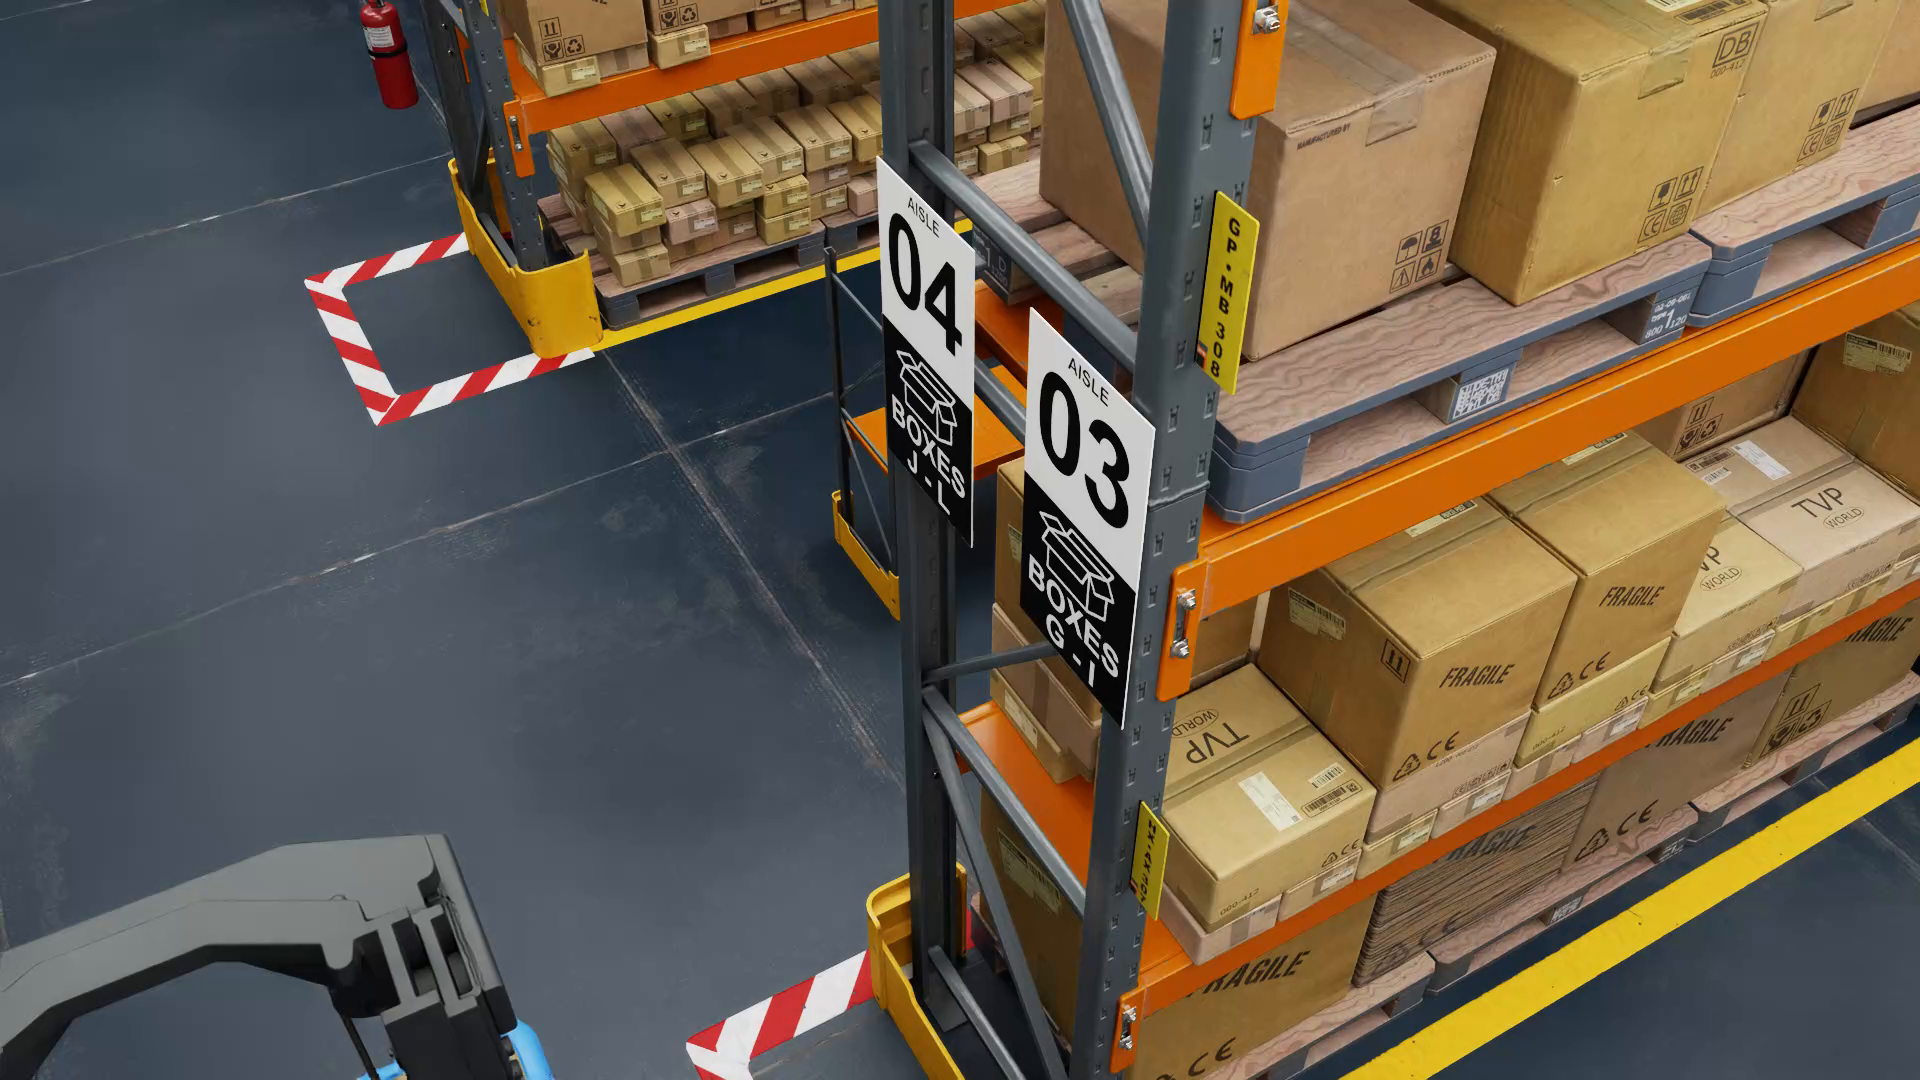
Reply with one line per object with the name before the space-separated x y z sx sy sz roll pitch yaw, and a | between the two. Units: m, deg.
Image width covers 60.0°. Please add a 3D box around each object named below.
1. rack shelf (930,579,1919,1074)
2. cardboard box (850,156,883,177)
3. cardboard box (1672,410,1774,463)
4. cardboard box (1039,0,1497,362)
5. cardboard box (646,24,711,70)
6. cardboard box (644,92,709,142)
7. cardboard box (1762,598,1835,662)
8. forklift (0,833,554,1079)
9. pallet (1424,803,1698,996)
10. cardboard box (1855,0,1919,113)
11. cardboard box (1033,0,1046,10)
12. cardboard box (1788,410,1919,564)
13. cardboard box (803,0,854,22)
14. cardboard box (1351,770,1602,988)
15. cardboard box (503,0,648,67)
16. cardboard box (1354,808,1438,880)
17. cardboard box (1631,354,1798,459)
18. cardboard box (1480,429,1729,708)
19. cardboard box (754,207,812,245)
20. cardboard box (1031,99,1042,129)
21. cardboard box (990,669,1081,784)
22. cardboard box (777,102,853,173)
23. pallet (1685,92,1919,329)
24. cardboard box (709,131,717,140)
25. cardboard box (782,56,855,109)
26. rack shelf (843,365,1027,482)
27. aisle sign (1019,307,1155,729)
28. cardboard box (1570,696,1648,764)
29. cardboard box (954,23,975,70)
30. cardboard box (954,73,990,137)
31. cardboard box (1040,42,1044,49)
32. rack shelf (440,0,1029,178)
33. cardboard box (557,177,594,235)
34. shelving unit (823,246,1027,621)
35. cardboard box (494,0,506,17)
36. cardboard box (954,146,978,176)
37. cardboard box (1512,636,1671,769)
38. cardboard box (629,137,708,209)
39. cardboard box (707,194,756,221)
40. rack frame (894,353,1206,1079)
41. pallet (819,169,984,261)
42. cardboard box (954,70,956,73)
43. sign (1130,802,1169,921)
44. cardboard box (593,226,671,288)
rack shelf | 1.875 0.269 5.265 4.000 0.370 1.077 -22 48 -21
cardboard box | -0.553 -2.078 8.699 0.250 0.149 0.380 -19 47 -19
cardboard box | 2.191 -0.379 5.310 0.500 0.250 0.500 -21 48 -20
cardboard box | 0.565 -0.807 3.258 0.500 0.500 0.700 -25 49 -23
cardboard box | -1.339 -2.324 7.601 0.250 0.149 0.380 -23 49 -22
cardboard box | -1.502 -2.222 8.634 0.250 0.149 0.380 -23 49 -22
cardboard box | 2.393 0.157 5.045 0.250 0.149 0.380 -23 48 -22
forklift | -0.896 2.019 2.994 1.130 2.935 3.031 -20 48 -20
pallet | 1.851 0.960 6.038 1.213 0.211 1.003 -22 48 -21
cardboard box | 1.968 -1.395 3.864 0.500 0.500 0.700 -20 48 -19
cardboard box | 0.555 -3.000 9.435 0.250 0.149 0.380 -20 47 -19
cardboard box | 2.909 -0.243 5.171 0.500 0.250 0.500 -20 48 -20
cardboard box | -0.707 -2.645 7.931 0.250 0.149 0.380 -23 49 -22
cardboard box | 1.445 0.730 5.497 0.875 0.875 0.875 -22 48 -21
cardboard box | -1.716 -2.457 7.272 0.500 0.500 0.500 -20 47 -19
cardboard box | 1.056 0.692 4.493 0.250 0.149 0.380 -23 49 -22
cardboard box | 2.186 -0.644 5.045 0.500 0.500 0.500 -23 49 -22
cardboard box | 1.571 0.022 4.358 0.500 0.500 0.500 -23 49 -22
cardboard box | -0.955 -1.695 8.517 0.250 0.149 0.380 -21 48 -20
cardboard box | 0.392 -2.414 9.045 0.250 0.149 0.380 -21 48 -21
cardboard box | 0.285 0.472 4.719 0.250 0.149 0.380 -21 48 -20
cardboard box | -0.739 -2.048 8.454 0.250 0.149 0.380 -20 48 -19
pallet | 1.838 -1.030 3.997 1.213 0.211 1.003 -22 48 -21
cardboard box | -1.193 -2.128 8.750 0.250 0.149 0.380 -22 48 -21
cardboard box | -0.757 -2.425 8.843 0.250 0.149 0.380 -23 49 -22
rack shelf | 0.074 -0.439 6.813 1.000 0.185 0.538 -22 48 -21
aisle sign | 0.228 -0.022 3.182 0.004 0.787 0.394 -22 48 -21
cardboard box | 1.726 0.423 4.770 0.250 0.149 0.380 -22 48 -21
cardboard box | -0.116 -2.740 9.167 0.250 0.149 0.380 -21 48 -20
cardboard box | -0.048 -2.277 8.690 0.250 0.149 0.380 -23 49 -22
cardboard box | 0.633 -2.571 8.993 0.250 0.149 0.380 -22 48 -21
rack shelf | -0.509 -2.761 8.387 4.000 0.370 1.077 -22 48 -21
cardboard box | -1.890 -1.762 8.586 0.250 0.149 0.380 -21 48 -20
shelving unit | 0.066 -0.565 6.684 1.083 1.500 0.587 -22 48 -21
cardboard box | -1.981 -2.780 7.604 0.500 0.500 0.500 -21 48 -20
cardboard box | -0.102 -2.090 8.925 0.250 0.149 0.380 -21 48 -20
cardboard box | 1.576 0.292 4.619 0.500 0.250 0.500 -23 49 -22
cardboard box | -1.440 -1.812 8.211 0.250 0.149 0.380 -21 48 -20
cardboard box | -1.227 -1.786 8.398 0.250 0.149 0.380 -21 48 -20
rack frame | 0.140 0.705 4.300 0.127 3.000 1.000 -22 48 -21
pallet | -0.398 -2.032 9.122 1.213 0.211 1.003 -22 48 -21
cardboard box | -0.102 -2.594 9.230 0.250 0.149 0.380 -20 47 -19
sign | 0.412 0.703 3.623 0.005 0.325 0.100 -22 48 -21
cardboard box | -1.629 -1.442 8.257 0.250 0.149 0.380 -21 48 -20
